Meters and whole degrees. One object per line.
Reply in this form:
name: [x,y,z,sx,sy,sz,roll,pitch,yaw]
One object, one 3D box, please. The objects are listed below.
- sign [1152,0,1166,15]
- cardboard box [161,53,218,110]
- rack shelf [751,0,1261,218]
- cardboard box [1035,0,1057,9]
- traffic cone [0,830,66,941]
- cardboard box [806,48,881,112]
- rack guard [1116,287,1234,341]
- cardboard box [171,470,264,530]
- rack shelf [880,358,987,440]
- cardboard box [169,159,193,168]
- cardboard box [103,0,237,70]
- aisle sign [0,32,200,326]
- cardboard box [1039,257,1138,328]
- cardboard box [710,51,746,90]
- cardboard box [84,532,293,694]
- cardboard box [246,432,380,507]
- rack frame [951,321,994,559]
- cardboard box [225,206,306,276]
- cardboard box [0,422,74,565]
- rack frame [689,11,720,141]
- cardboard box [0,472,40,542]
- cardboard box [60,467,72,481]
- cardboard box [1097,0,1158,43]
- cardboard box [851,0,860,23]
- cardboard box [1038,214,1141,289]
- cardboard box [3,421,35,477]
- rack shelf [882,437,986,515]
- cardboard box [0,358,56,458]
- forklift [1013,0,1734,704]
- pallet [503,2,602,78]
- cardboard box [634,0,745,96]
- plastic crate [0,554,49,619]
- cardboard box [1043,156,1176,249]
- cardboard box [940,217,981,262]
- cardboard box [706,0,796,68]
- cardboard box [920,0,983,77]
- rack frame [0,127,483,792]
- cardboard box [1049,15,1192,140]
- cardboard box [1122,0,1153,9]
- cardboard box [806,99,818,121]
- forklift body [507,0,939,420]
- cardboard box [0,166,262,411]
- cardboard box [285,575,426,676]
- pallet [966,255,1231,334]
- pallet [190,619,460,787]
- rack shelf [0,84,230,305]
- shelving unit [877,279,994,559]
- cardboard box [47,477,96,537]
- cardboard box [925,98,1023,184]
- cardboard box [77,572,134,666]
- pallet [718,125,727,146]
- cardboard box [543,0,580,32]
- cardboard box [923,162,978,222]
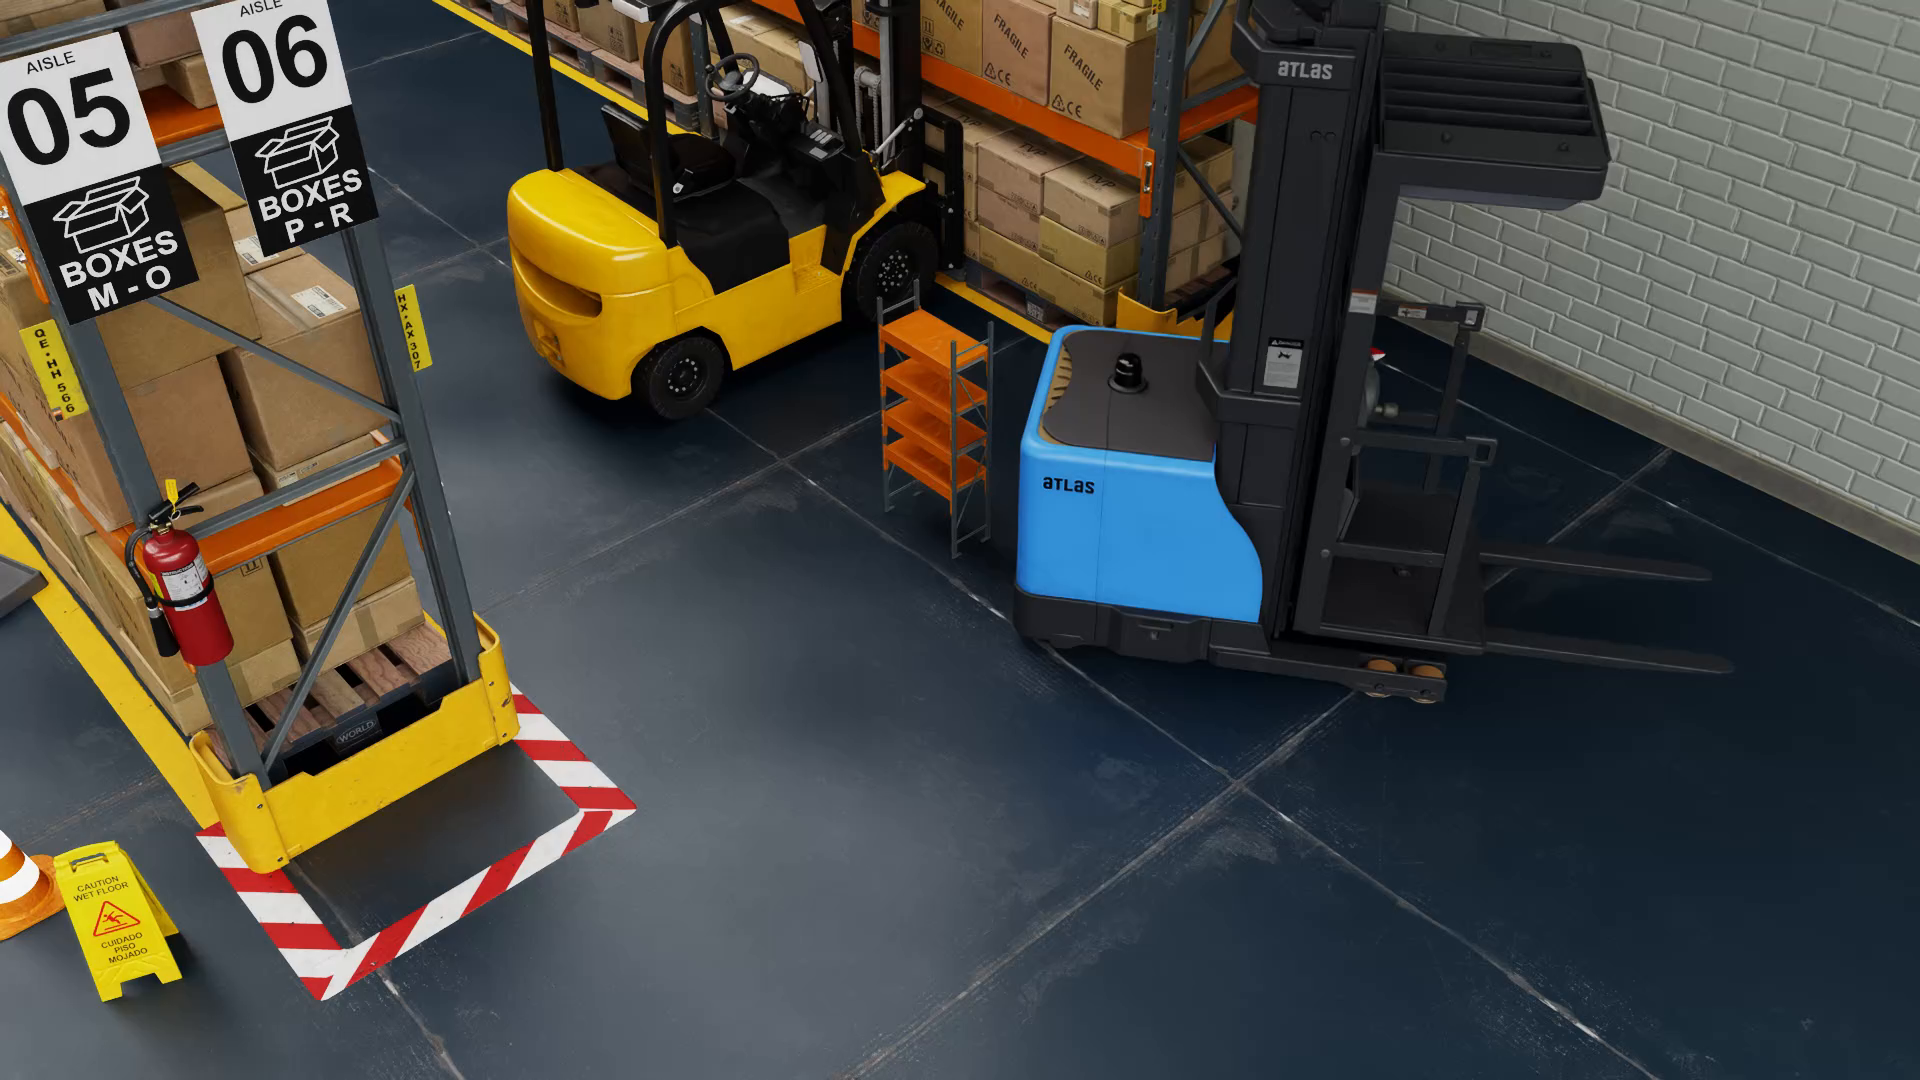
sign: [0.931,-2.592,7.670,0.100,0.325,0.005,-30,48,-32]
cardboard box: [-2.299,-1.524,5.270,0.380,0.149,0.250,-30,48,-32]
rack shelf: [-0.013,-2.920,9.758,1.077,0.370,4.000,-30,48,-32]
cardboard box: [0.574,-2.858,8.514,0.380,0.149,0.250,-29,47,-31]
traffic cone: [-3.555,1.173,6.137,0.336,0.463,0.334,-30,48,-32]
cardboard box: [-0.586,-2.784,10.076,0.500,0.250,0.500,-28,47,-30]
rack guard: [1.356,-1.290,9.158,1.175,0.500,0.348,-30,48,-32]
cardboard box: [-2.724,-0.147,5.953,0.380,0.149,0.250,-28,47,-30]
rack shelf: [-0.112,-0.665,7.577,0.258,0.148,0.480,-30,48,-32]
cardboard box: [-3.478,-1.360,6.938,0.500,0.500,0.500,-31,48,-33]
cardboard box: [-2.458,-1.733,5.212,0.500,0.250,0.500,-31,48,-32]
aisle sign: [-2.486,-1.022,4.767,0.394,0.787,0.004,-30,48,-32]
cardboard box: [0.789,-1.451,9.221,0.500,0.250,0.500,-30,47,-31]
cardboard box: [-1.266,-3.058,10.814,0.500,0.250,0.500,-30,48,-32]
cardboard box: [-3.048,0.192,6.591,0.500,0.500,0.500,-30,47,-31]
cardboard box: [-2.391,-0.310,6.155,0.380,0.149,0.250,-30,48,-32]
rack frame: [0.053,-0.430,7.536,0.240,1.200,0.015,-30,48,-32]
cardboard box: [-2.783,-0.893,6.360,0.500,0.500,0.500,-28,47,-31]
cardboard box: [-3.739,-0.285,7.181,0.500,0.500,0.500,-31,48,-33]
rack frame: [-1.366,-4.125,10.678,1.000,3.000,0.127,-30,48,-32]
cardboard box: [-4.089,-0.233,7.714,0.500,0.250,0.500,-31,48,-32]
cardboard box: [-3.135,-0.345,6.198,0.380,0.149,0.250,-31,48,-32]
cardboard box: [0.899,-2.607,8.202,0.380,0.149,0.250,-29,47,-31]
cardboard box: [-0.550,-3.380,9.676,0.500,0.500,0.500,-30,48,-32]
cardboard box: [0.780,-1.655,9.075,0.500,0.250,0.500,-31,48,-32]
cardboard box: [-3.690,-0.442,6.859,0.380,0.149,0.250,-28,47,-30]
rack shelf: [-0.112,-0.337,7.843,0.258,0.148,0.480,-30,48,-32]
cardboard box: [-3.219,-0.685,6.103,0.500,0.500,0.500,-30,48,-32]
forklift: [1.803,-0.807,6.624,3.031,2.935,1.130,7,39,9]
pallet: [-2.722,-3.930,12.655,1.003,0.211,1.213,-30,48,-32]
cardboard box: [-1.727,-3.602,11.586,0.875,0.625,0.625,-28,46,-30]
plastic crate: [-4.561,0.197,7.651,0.583,0.080,0.402,18,42,21]
cardboard box: [0.799,-1.837,8.904,0.500,0.250,0.500,-28,47,-30]
cardboard box: [0.128,-1.920,9.803,0.500,0.250,0.500,-29,47,-31]
cardboard box: [-1.270,-3.251,10.654,0.500,0.250,0.500,-31,48,-32]
cardboard box: [0.123,-2.910,9.094,0.500,0.500,0.500,-31,48,-32]
rack frame: [-2.314,-0.163,5.772,1.000,3.000,0.127,-30,48,-32]
cardboard box: [0.814,-2.429,8.499,0.500,0.500,0.500,-31,48,-33]
cardboard box: [0.942,-2.757,8.152,0.380,0.149,0.250,-30,48,-32]
cardboard box: [-0.592,-2.589,10.232,0.500,0.250,0.500,-30,48,-32]
forklift body: [-1.287,-2.046,8.780,2.313,2.155,1.214,-30,48,-32]
cardboard box: [-2.820,-0.850,5.511,0.700,0.500,0.500,-31,48,-33]
cardboard box: [-2.656,0.253,7.112,0.500,0.250,0.500,-30,48,-32]
pallet: [0.792,-1.525,9.678,1.003,0.211,1.213,-30,48,-32]
pallet: [-2.889,0.496,7.176,1.003,0.211,1.213,-30,48,-32]
rack shelf: [-3.667,-1.976,6.202,1.077,0.370,4.000,-30,48,-32]
shelving unit: [-0.112,-0.543,7.676,0.258,1.200,0.503,-30,48,-32]
cardboard box: [-3.346,-0.202,6.562,0.380,0.149,0.250,-29,47,-31]
cardboard box: [0.100,-2.300,9.477,0.500,0.250,0.500,-29,47,-31]
cardboard box: [-3.403,0.240,7.127,0.500,0.250,0.500,-30,48,-32]
pallet: [-0.859,-2.655,11.077,1.003,0.211,1.213,-30,48,-32]
cardboard box: [-2.756,-4.311,12.464,0.875,0.625,0.625,-32,49,-33]
cardboard box: [0.084,-2.121,9.653,0.500,0.250,0.500,-31,48,-33]
